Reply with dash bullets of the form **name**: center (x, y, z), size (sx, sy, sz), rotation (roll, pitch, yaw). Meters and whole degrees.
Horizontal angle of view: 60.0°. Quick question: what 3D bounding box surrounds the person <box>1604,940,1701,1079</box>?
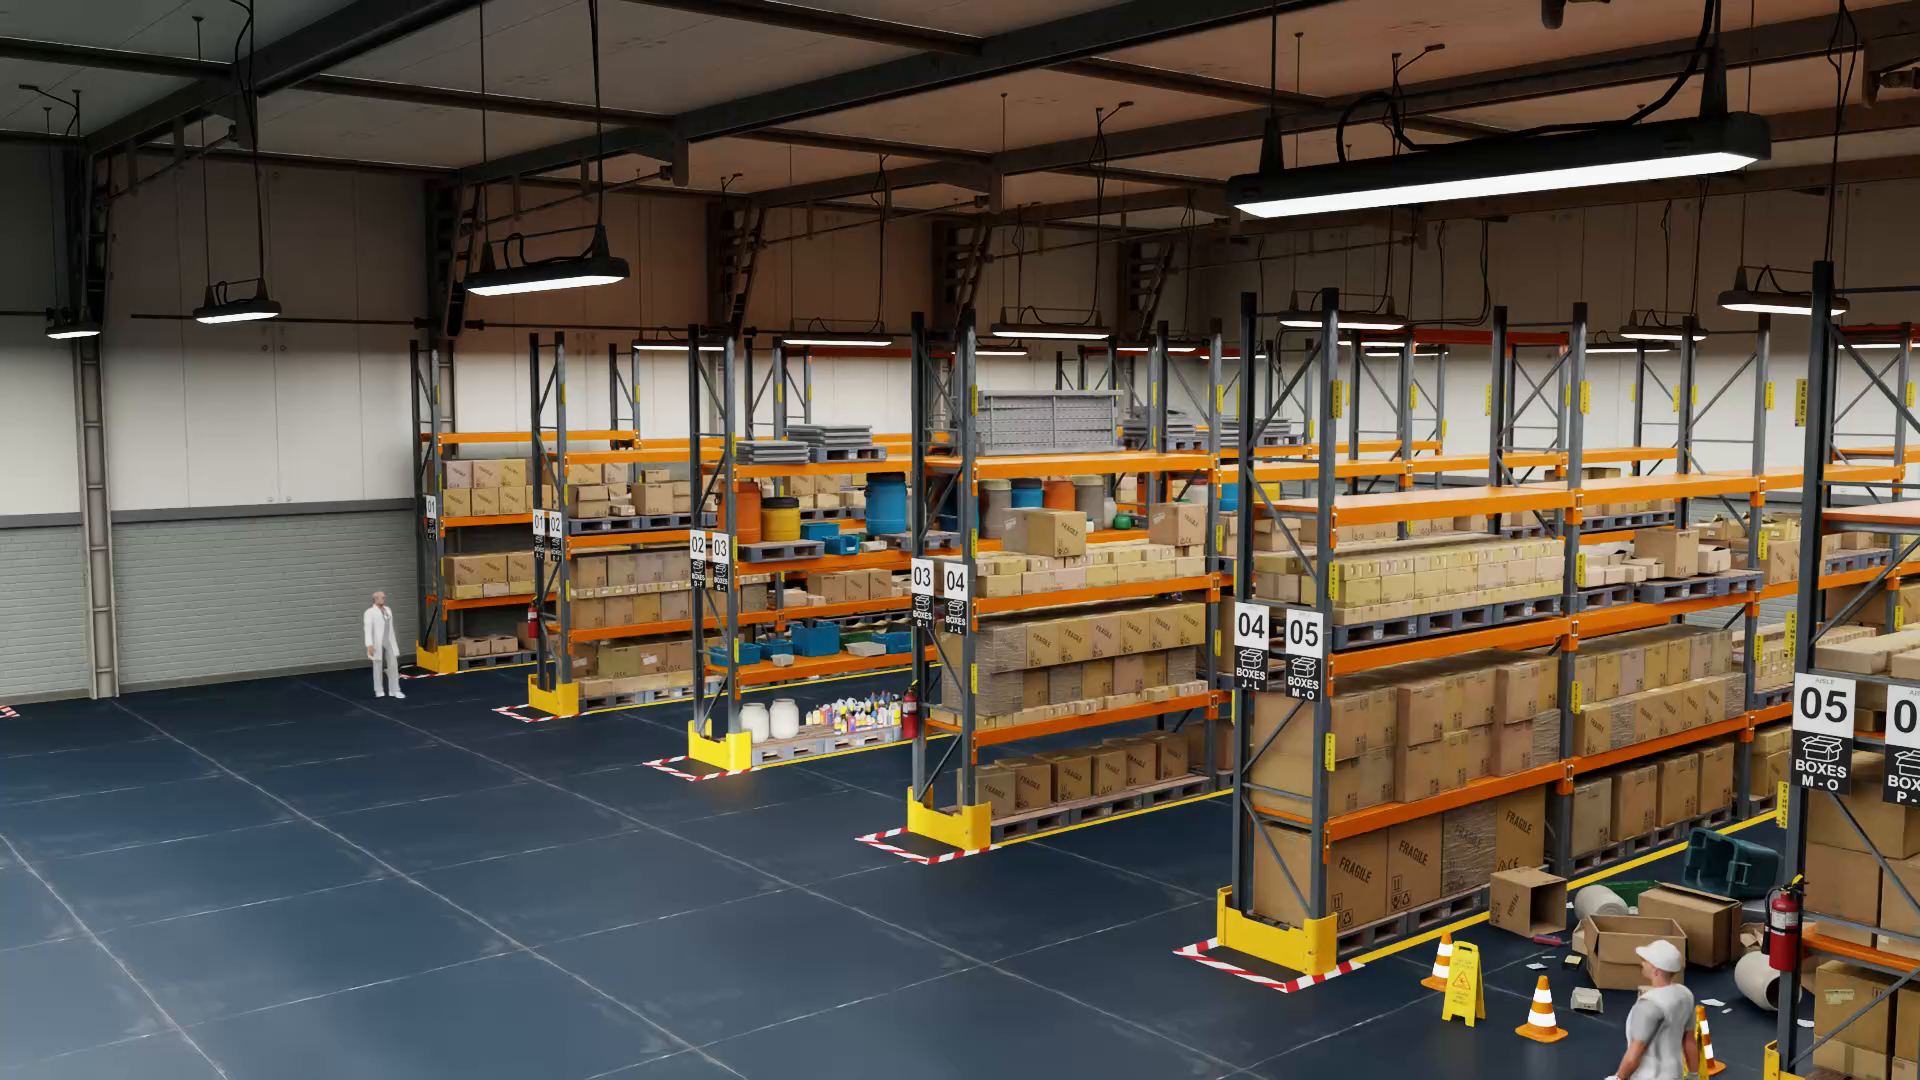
- **person**: center (4.281, 3.342, 10.312), size (1.064, 1.753, 0.512), rotation (3, 6, 31)

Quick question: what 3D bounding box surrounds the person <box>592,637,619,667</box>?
- **person**: center (-6.342, 1.585, 29.658), size (0.662, 1.755, 0.503), rotation (-3, 6, -27)

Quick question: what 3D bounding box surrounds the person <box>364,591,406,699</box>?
- **person**: center (-9.570, 1.747, 27.545), size (0.601, 1.790, 0.641), rotation (-4, 7, -40)
